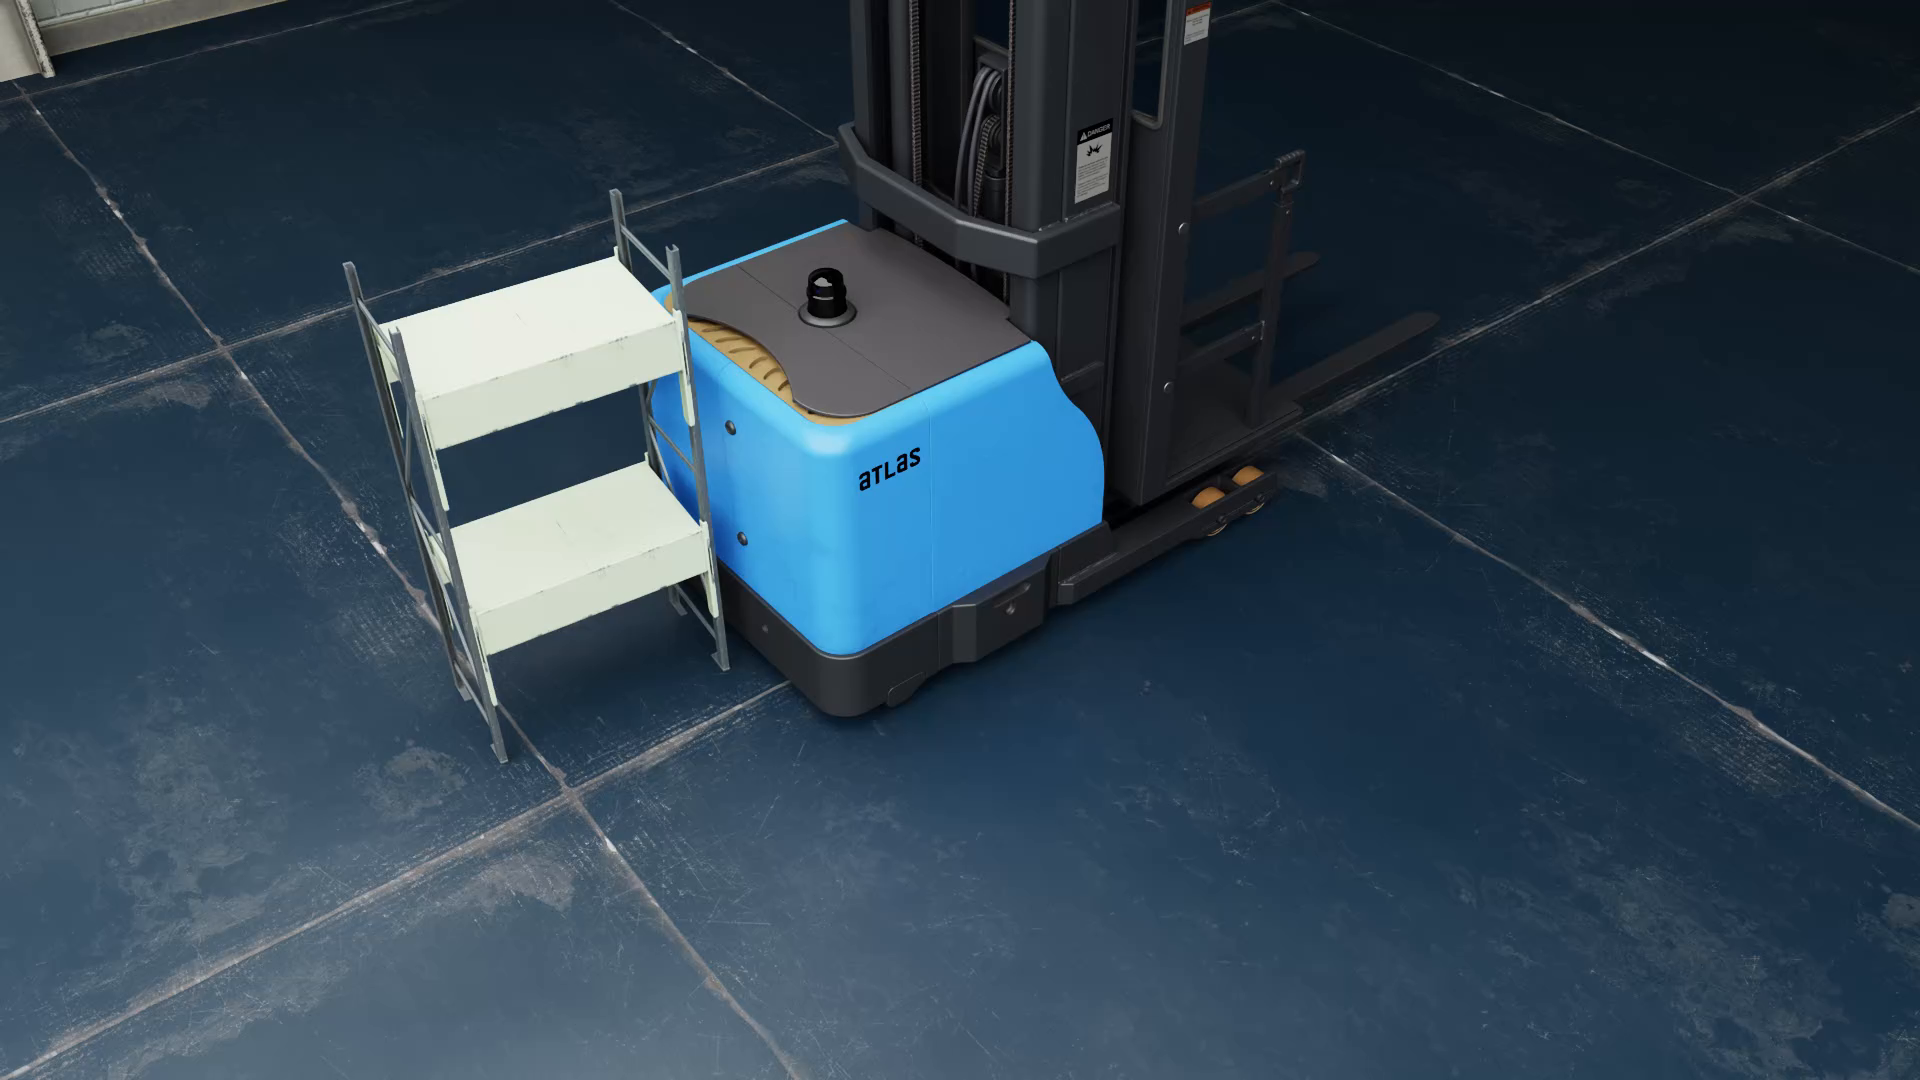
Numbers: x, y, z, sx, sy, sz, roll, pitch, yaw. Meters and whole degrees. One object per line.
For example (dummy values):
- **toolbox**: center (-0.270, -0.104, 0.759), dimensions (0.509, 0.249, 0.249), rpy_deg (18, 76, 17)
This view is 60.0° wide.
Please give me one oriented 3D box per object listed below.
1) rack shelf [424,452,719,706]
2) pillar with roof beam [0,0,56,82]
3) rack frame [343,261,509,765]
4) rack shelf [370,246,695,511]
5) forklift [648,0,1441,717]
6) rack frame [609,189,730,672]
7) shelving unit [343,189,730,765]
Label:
- **rack shelf**: center (-1.152, 0.104, 4.955), dimensions (0.720, 0.370, 0.431), rpy_deg (-22, 44, -25)
- **pillar with roof beam**: center (-2.366, -3.752, 3.229), dimensions (0.400, 9.000, 9.100), rpy_deg (-26, 46, -28)
- **rack frame**: center (-1.460, -0.023, 4.595), dimensions (0.023, 1.500, 0.400), rpy_deg (-22, 44, -25)
- **rack shelf**: center (-1.152, -0.450, 4.501), dimensions (0.720, 0.370, 0.431), rpy_deg (-22, 44, -25)
- **forklift**: center (0.483, -1.382, 5.124), dimensions (3.031, 2.935, 1.130), rpy_deg (-27, 47, -29)
- **rack frame**: center (-0.843, -0.273, 4.901), dimensions (0.023, 1.500, 0.400), rpy_deg (-22, 44, -25)
- **shelving unit**: center (-1.152, -0.148, 4.748), dimensions (0.755, 1.500, 0.431), rpy_deg (-22, 44, -25)
